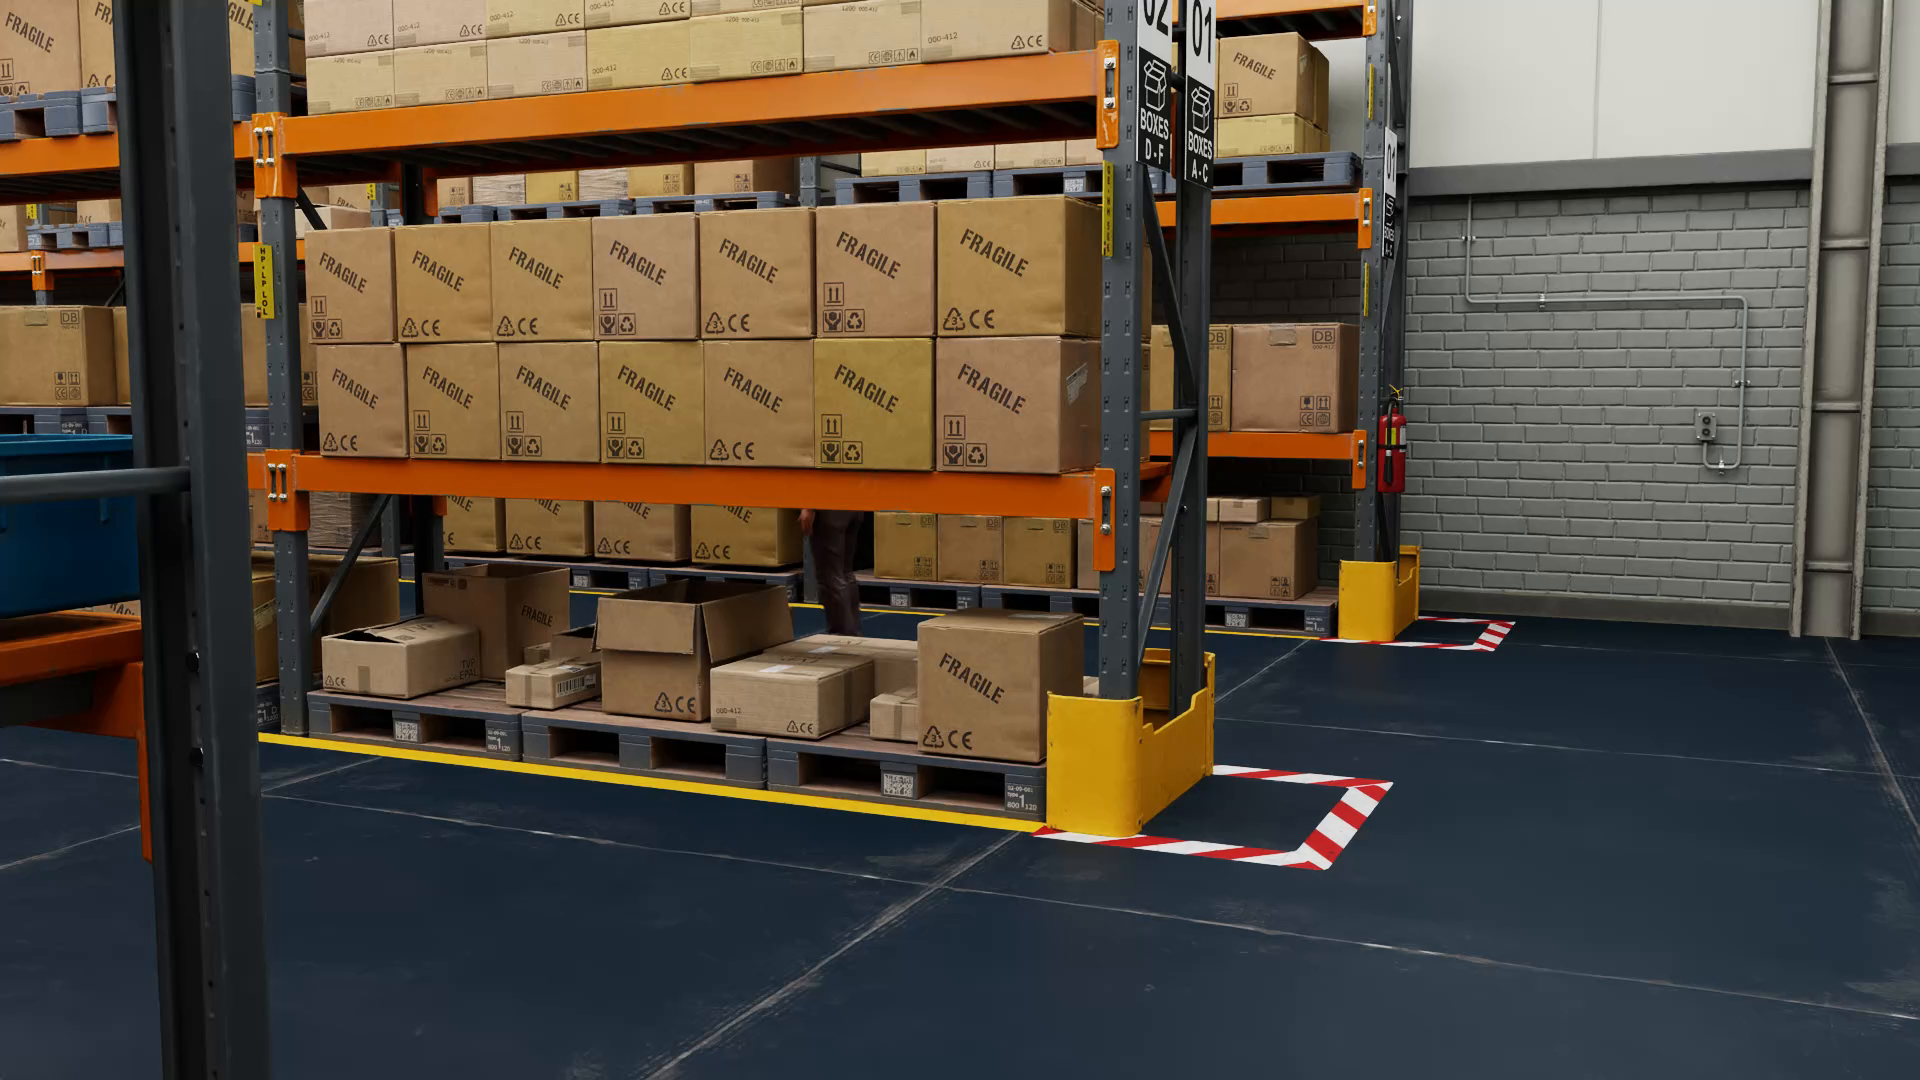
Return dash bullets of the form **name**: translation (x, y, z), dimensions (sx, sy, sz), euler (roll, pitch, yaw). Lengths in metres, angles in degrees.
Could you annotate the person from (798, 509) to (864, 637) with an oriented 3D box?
- **person**: translation (-0.764, -0.166, 9.947), dimensions (0.387, 1.736, 0.536), euler (3, 6, 24)
